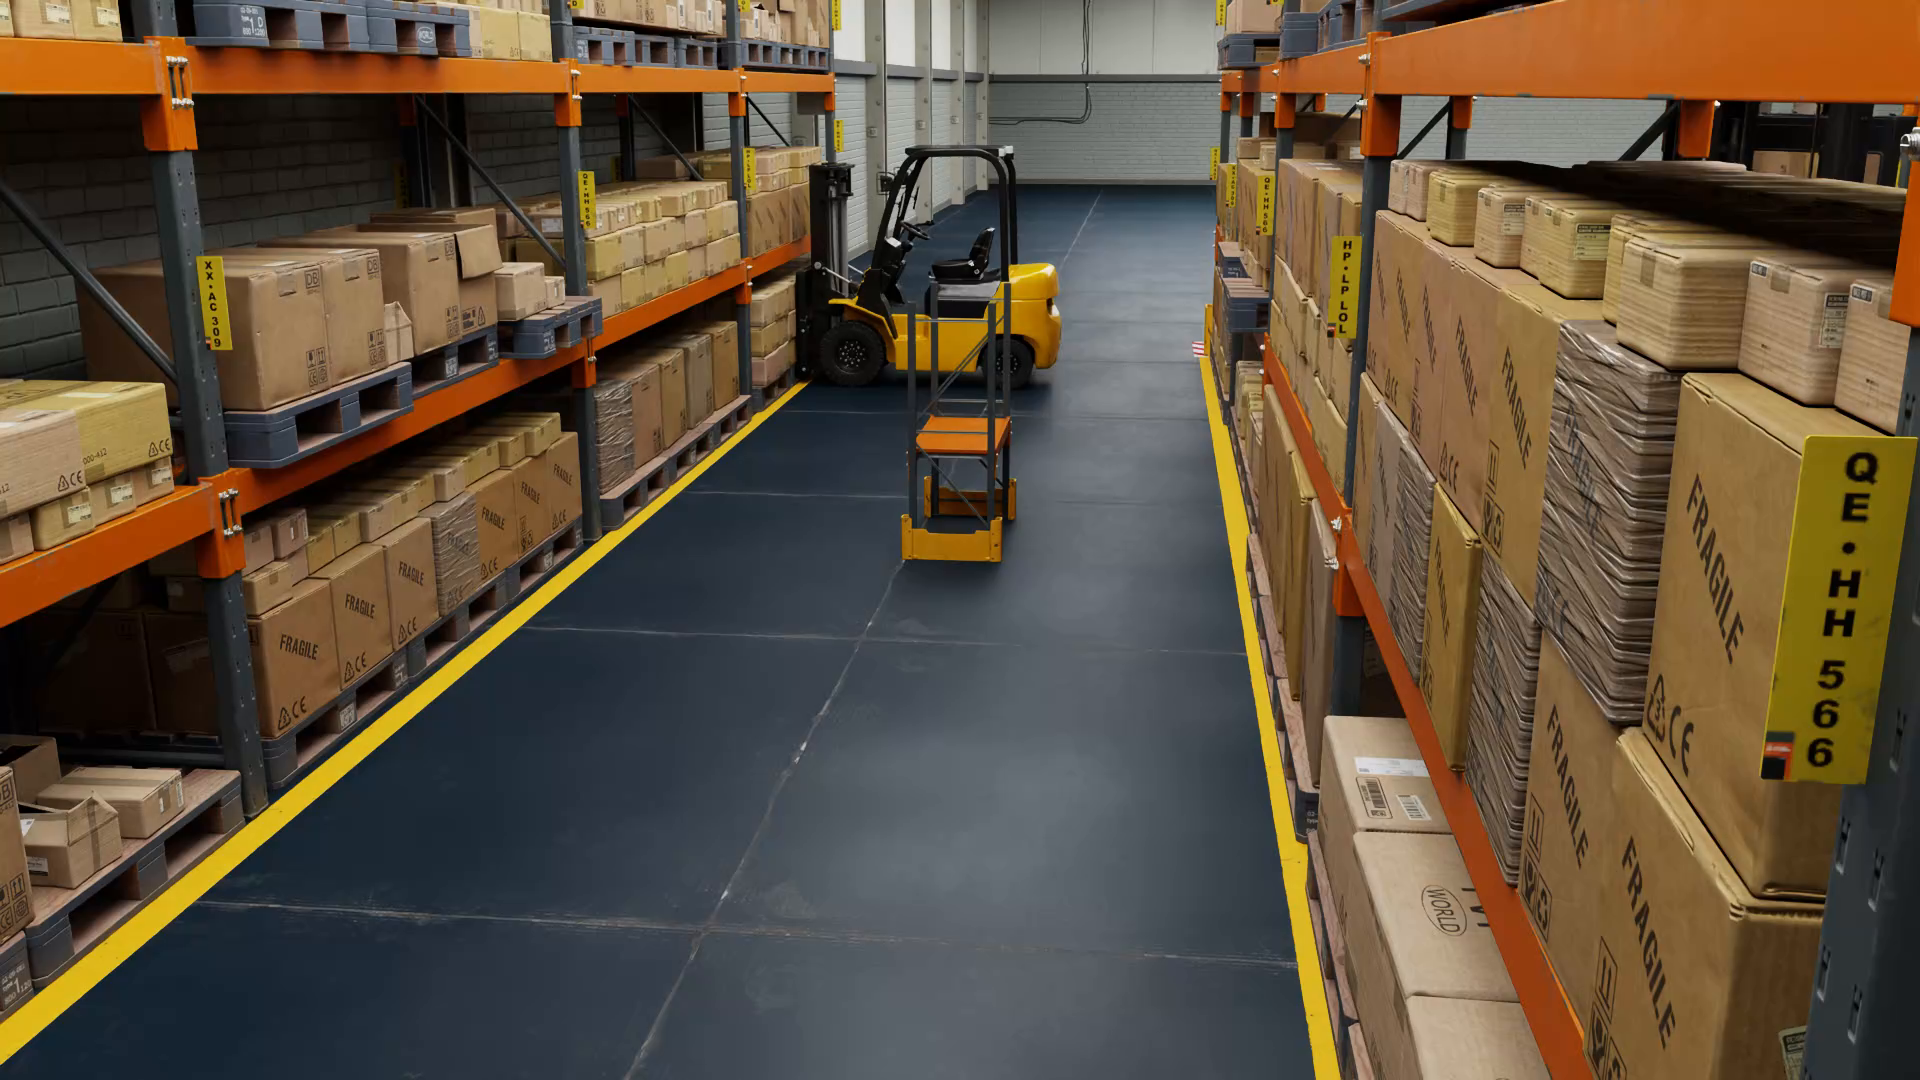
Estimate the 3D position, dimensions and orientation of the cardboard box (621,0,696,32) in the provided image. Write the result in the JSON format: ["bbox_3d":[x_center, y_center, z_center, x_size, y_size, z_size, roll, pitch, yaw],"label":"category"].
[{"bbox_3d":[-2.175,-3.760,11.749,0.500,0.311,0.500,1,15,4],"label":"cardboard box"}]

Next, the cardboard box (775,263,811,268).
[{"bbox_3d":[-1.591,-2.632,16.698,0.500,0.250,0.500,2,15,7],"label":"cardboard box"}]

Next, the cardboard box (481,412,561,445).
[{"bbox_3d":[-2.504,-0.634,9.502,0.380,0.149,0.250,1,15,4],"label":"cardboard box"}]

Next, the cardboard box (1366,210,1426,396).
[{"bbox_3d":[1.487,-0.692,4.869,0.500,0.500,0.500,2,15,7],"label":"cardboard box"}]

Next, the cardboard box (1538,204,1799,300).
[{"bbox_3d":[1.261,-0.516,2.974,0.380,0.149,0.250,2,15,8],"label":"cardboard box"}]

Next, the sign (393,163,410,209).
[{"bbox_3d":[-3.252,-2.035,9.723,0.100,0.325,0.005,2,15,6],"label":"sign"}]

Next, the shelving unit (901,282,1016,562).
[{"bbox_3d":[0.009,-0.744,10.039,0.587,1.500,1.083,2,15,6],"label":"shelving unit"}]

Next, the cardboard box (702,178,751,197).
[{"bbox_3d":[-1.951,-2.934,13.833,0.380,0.149,0.250,1,15,5],"label":"cardboard box"}]

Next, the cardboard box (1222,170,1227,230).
[{"bbox_3d":[2.645,-3.069,15.002,0.500,0.500,0.500,1,15,5],"label":"cardboard box"}]

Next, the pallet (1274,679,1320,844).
[{"bbox_3d":[1.793,0.866,6.555,1.003,0.211,1.213,2,15,6],"label":"pallet"}]

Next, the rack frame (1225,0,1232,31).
[{"bbox_3d":[3.135,-6.286,16.170,1.000,3.000,0.127,2,15,6],"label":"rack frame"}]

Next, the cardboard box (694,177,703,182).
[{"bbox_3d":[-2.436,-3.085,14.389,0.380,0.149,0.250,2,15,8],"label":"cardboard box"}]

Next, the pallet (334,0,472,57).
[{"bbox_3d":[-2.894,-2.216,7.226,1.213,0.211,1.003,2,15,6],"label":"pallet"}]

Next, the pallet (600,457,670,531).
[{"bbox_3d":[-2.568,-0.327,10.966,1.003,0.211,1.213,2,15,6],"label":"pallet"}]

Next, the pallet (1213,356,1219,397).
[{"bbox_3d":[2.859,-1.499,15.302,1.003,0.211,1.213,2,15,6],"label":"pallet"}]

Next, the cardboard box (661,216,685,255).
[{"bbox_3d":[-2.240,-2.136,11.643,0.500,0.250,0.500,2,15,7],"label":"cardboard box"}]

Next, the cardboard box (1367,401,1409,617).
[{"bbox_3d":[1.407,-0.082,4.526,0.500,0.500,0.500,2,15,7],"label":"cardboard box"}]

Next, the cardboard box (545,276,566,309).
[{"bbox_3d":[-2.393,-1.360,9.123,0.380,0.149,0.250,2,15,7],"label":"cardboard box"}]

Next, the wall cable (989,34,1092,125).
[{"bbox_3d":[2.260,-13.284,47.999,3.097,2.526,0.112,2,15,6],"label":"wall cable"}]

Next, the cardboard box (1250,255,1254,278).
[{"bbox_3d":[2.014,-1.692,10.350,0.380,0.149,0.250,1,15,4],"label":"cardboard box"}]

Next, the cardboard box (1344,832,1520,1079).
[{"bbox_3d":[1.503,1.148,4.273,0.875,0.438,0.875,1,15,5],"label":"cardboard box"}]

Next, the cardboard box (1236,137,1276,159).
[{"bbox_3d":[2.279,-2.949,12.512,0.380,0.149,0.250,2,15,6],"label":"cardboard box"}]

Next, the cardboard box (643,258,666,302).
[{"bbox_3d":[-2.294,-1.760,11.212,0.500,0.250,0.500,1,15,4],"label":"cardboard box"}]

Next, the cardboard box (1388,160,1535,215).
[{"bbox_3d":[1.487,-1.048,4.940,0.380,0.149,0.250,1,15,5],"label":"cardboard box"}]

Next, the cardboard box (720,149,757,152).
[{"bbox_3d":[-2.174,-3.691,16.061,0.380,0.149,0.250,2,15,8],"label":"cardboard box"}]

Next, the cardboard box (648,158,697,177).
[{"bbox_3d":[-2.443,-3.158,14.092,0.380,0.149,0.250,1,15,5],"label":"cardboard box"}]

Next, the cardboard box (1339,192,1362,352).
[{"bbox_3d":[1.582,-0.932,5.755,0.500,0.500,0.500,2,15,8],"label":"cardboard box"}]

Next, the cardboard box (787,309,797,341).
[{"bbox_3d":[-1.764,-1.992,15.287,0.500,0.250,0.500,2,15,6],"label":"cardboard box"}]

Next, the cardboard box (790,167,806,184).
[{"bbox_3d":[-1.679,-3.465,15.796,0.380,0.149,0.250,2,15,7],"label":"cardboard box"}]

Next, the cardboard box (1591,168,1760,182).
[{"bbox_3d":[1.887,-0.903,4.406,0.380,0.149,0.250,2,15,6],"label":"cardboard box"}]

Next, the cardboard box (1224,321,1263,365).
[{"bbox_3d":[2.484,-1.751,13.919,0.500,0.500,0.500,1,15,5],"label":"cardboard box"}]

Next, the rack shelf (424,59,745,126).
[{"bbox_3d":[-2.474,-3.080,11.437,1.077,0.370,4.000,2,15,6],"label":"rack shelf"}]

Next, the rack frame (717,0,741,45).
[{"bbox_3d":[-2.249,-5.394,12.870,1.000,3.000,0.127,2,15,6],"label":"rack frame"}]

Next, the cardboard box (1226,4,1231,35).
[{"bbox_3d":[2.219,-3.791,12.173,0.500,0.250,0.500,1,15,5],"label":"cardboard box"}]

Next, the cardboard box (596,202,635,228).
[{"bbox_3d":[-2.322,-2.101,10.750,0.380,0.149,0.250,2,15,7],"label":"cardboard box"}]

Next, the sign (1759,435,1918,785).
[{"bbox_3d":[0.792,0.067,1.497,0.100,0.325,0.005,2,15,6],"label":"sign"}]

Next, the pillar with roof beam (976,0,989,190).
[{"bbox_3d":[4.891,-13.931,44.443,9.100,9.000,0.400,2,15,6],"label":"pillar with roof beam"}]

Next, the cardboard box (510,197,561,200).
[{"bbox_3d":[-2.846,-2.247,11.292,0.380,0.149,0.250,1,15,5],"label":"cardboard box"}]

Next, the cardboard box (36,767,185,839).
[{"bbox_3d":[-2.923,0.904,5.731,0.380,0.149,0.250,1,15,5],"label":"cardboard box"}]

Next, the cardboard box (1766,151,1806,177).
[{"bbox_3d":[7.816,-3.483,14.939,0.875,0.550,0.550,2,15,6],"label":"cardboard box"}]

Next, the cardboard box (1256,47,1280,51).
[{"bbox_3d":[2.466,-3.995,13.160,0.500,0.250,0.500,2,15,6],"label":"cardboard box"}]

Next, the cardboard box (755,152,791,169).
[{"bbox_3d":[-1.796,-3.543,15.515,0.380,0.149,0.250,2,15,7],"label":"cardboard box"}]

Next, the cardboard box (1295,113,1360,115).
[{"bbox_3d":[3.274,-3.659,15.272,0.700,0.500,0.500,2,15,6],"label":"cardboard box"}]

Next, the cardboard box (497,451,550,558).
[{"bbox_3d":[-2.601,-0.211,9.180,0.500,0.500,0.500,1,15,5],"label":"cardboard box"}]

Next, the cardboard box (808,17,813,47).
[{"bbox_3d":[-1.618,-4.880,15.977,0.396,0.266,0.258,2,15,6],"label":"cardboard box"}]

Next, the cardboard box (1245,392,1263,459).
[{"bbox_3d":[2.472,-0.784,11.544,0.950,0.372,0.625,2,15,8],"label":"cardboard box"}]

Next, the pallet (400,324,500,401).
[{"bbox_3d":[-2.915,-0.863,7.976,1.003,0.211,1.213,2,15,6],"label":"pallet"}]

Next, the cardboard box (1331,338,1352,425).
[{"bbox_3d":[1.589,-0.568,5.847,0.500,0.250,0.500,2,15,6],"label":"cardboard box"}]

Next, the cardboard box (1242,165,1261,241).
[{"bbox_3d":[2.173,-2.243,11.144,0.500,0.500,0.500,1,15,4],"label":"cardboard box"}]

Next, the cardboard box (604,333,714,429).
[{"bbox_3d":[-2.392,-1.218,12.663,0.875,0.625,0.625,2,15,6],"label":"cardboard box"}]

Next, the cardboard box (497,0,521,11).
[{"bbox_3d":[-2.550,-2.863,8.780,0.380,0.149,0.250,1,15,5],"label":"cardboard box"}]

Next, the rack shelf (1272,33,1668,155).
[{"bbox_3d":[2.007,-1.897,7.064,1.077,0.370,4.000,2,15,6],"label":"rack shelf"}]

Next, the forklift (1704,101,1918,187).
[{"bbox_3d":[5.505,-1.684,10.775,3.031,2.935,1.130,-11,19,-35],"label":"forklift"}]

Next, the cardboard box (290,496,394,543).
[{"bbox_3d":[-2.792,-0.094,7.503,0.380,0.149,0.250,2,15,6],"label":"cardboard box"}]

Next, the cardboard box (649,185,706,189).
[{"bbox_3d":[-2.158,-2.635,12.725,0.380,0.149,0.250,2,15,6],"label":"cardboard box"}]

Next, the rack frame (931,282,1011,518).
[{"bbox_3d":[0.067,-0.878,10.536,0.500,1.500,0.032,2,15,6],"label":"rack frame"}]

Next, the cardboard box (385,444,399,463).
[{"bbox_3d":[-3.197,-0.441,8.787,0.380,0.149,0.250,1,15,4],"label":"cardboard box"}]

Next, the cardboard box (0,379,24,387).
[{"bbox_3d":[-3.476,-0.374,5.515,0.500,0.250,0.500,2,15,6],"label":"cardboard box"}]

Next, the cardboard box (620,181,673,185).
[{"bbox_3d":[-2.502,-2.775,13.242,0.380,0.149,0.250,1,15,5],"label":"cardboard box"}]
